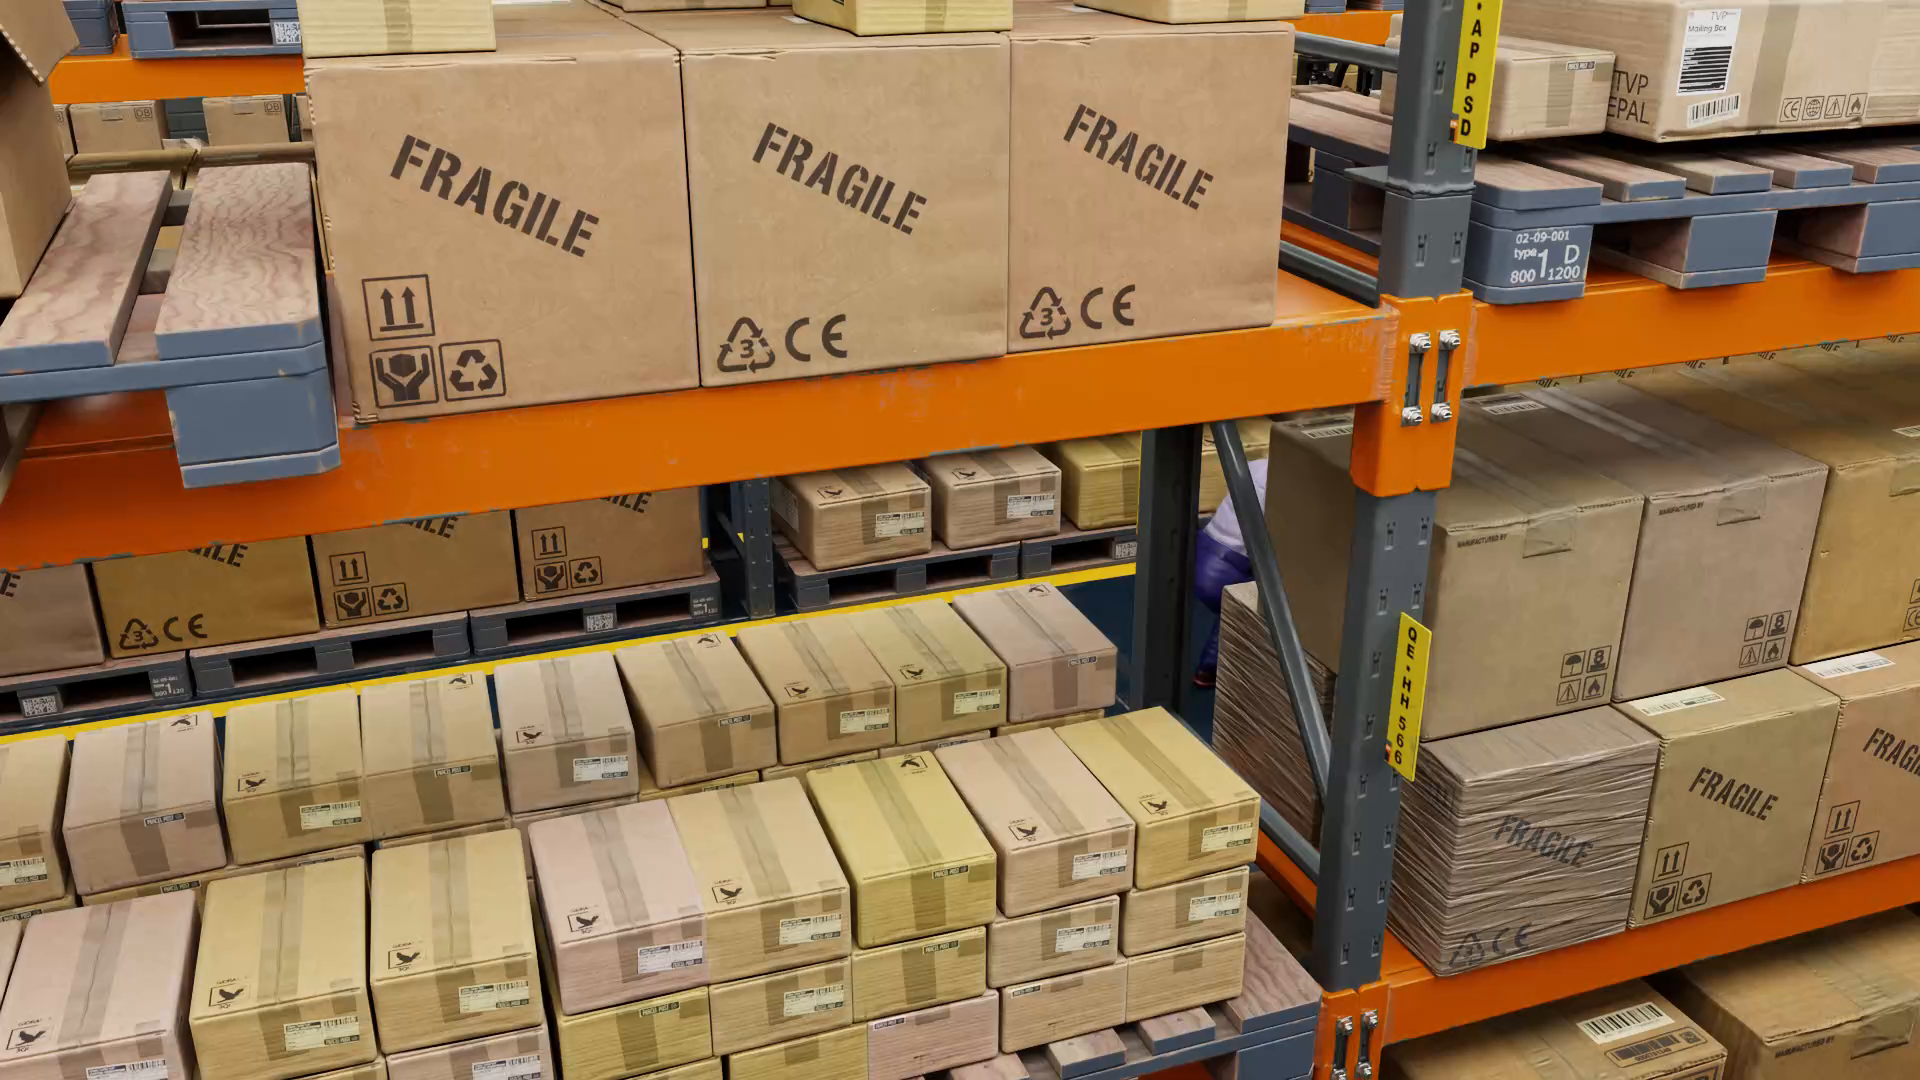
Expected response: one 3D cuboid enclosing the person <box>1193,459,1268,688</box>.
[{"bbox_3d":[1.306,0.133,7.387,0.742,1.198,0.541,-8,24,-19],"label":"person"}]
